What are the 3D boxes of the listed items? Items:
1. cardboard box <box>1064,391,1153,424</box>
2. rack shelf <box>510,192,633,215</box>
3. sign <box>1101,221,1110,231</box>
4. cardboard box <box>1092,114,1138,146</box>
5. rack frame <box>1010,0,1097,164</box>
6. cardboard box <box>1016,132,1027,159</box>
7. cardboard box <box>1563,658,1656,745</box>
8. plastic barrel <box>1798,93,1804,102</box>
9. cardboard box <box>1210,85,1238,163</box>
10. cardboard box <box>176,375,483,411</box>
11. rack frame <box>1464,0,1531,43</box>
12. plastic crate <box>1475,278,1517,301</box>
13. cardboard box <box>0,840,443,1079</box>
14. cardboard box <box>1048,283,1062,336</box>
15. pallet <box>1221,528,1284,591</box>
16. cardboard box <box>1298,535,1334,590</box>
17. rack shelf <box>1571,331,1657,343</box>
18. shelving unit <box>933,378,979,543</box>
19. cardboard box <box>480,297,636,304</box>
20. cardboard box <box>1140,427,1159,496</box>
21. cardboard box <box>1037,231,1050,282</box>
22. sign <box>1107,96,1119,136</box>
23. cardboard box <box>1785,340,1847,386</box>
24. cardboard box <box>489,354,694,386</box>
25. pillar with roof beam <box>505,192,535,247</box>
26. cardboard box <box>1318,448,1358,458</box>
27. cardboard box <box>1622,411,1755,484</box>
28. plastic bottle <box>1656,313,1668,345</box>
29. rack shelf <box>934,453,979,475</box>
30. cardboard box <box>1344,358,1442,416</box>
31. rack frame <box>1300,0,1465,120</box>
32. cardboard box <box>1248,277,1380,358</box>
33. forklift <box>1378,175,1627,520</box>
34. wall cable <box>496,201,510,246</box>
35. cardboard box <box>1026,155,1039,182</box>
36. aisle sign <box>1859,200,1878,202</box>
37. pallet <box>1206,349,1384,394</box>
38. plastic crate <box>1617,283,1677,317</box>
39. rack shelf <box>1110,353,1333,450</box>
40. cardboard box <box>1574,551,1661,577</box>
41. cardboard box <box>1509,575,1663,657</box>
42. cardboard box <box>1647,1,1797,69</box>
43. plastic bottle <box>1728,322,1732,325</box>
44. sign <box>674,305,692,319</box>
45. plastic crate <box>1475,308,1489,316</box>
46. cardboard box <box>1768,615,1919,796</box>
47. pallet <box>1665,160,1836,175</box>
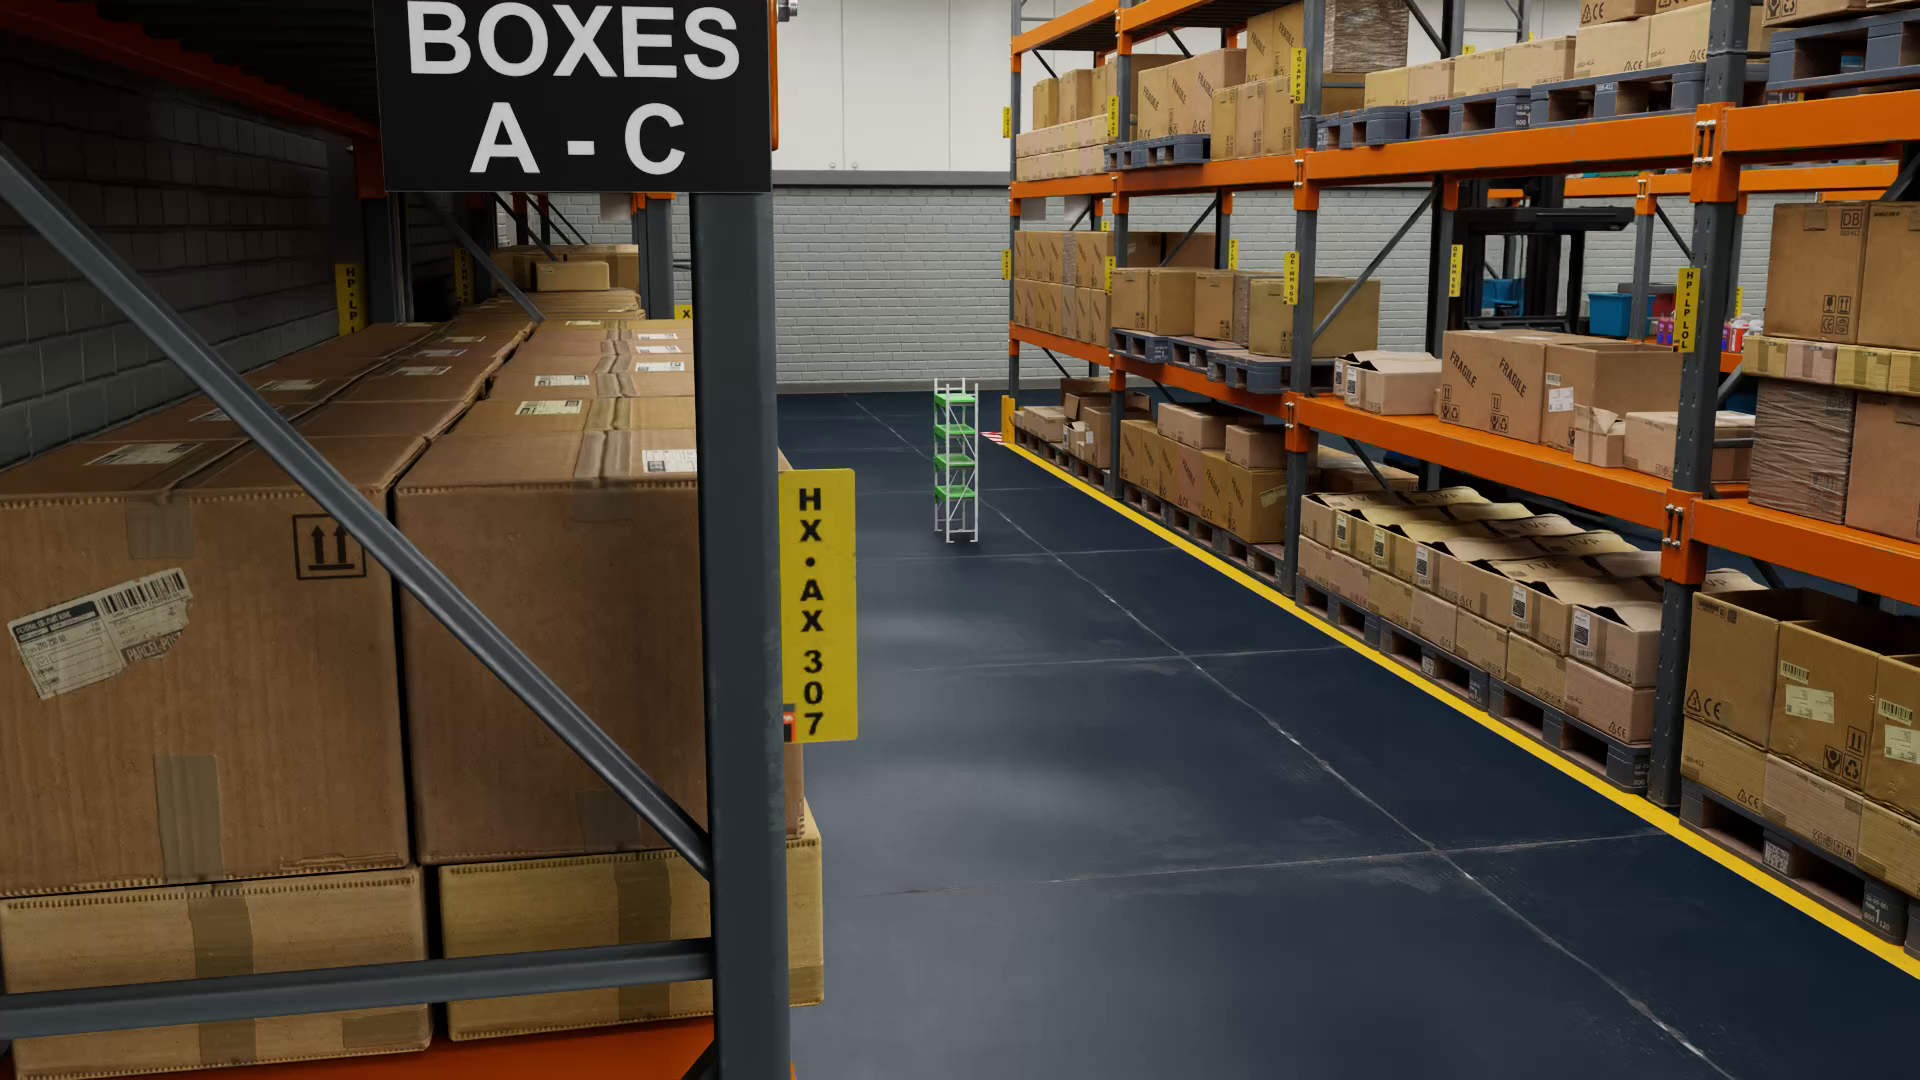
[{"bbox_3d":[1.451,-1.192,16.434,0.797,0.503,0.637,-2,11,-11],"label":"cardboard box"},{"bbox_3d":[-3.426,-3.163,15.196,1.077,0.370,4.000,-2,11,-11],"label":"rack shelf"},{"bbox_3d":[1.592,-3.332,18.236,0.100,0.325,0.005,-2,11,-11],"label":"sign"},{"bbox_3d":[1.460,-3.582,14.536,0.500,0.250,0.500,-2,11,-11],"label":"cardboard box"},{"bbox_3d":[1.043,-5.538,17.726,1.000,3.000,0.127,-2,11,-11],"label":"rack frame"},{"bbox_3d":[0.888,-4.133,17.429,0.500,0.250,0.500,-2,11,-11],"label":"cardboard box"},{"bbox_3d":[3.012,0.689,7.286,0.500,0.250,0.500,-2,11,-12],"label":"cardboard box"},{"bbox_3d":[7.057,-3.649,14.197,0.600,0.588,0.600,0,11,0],"label":"plastic barrel"},{"bbox_3d":[2.281,-2.914,11.695,0.910,0.500,0.500,-2,11,-11],"label":"cardboard box"},{"bbox_3d":[-1.196,-0.046,3.259,0.500,0.500,0.500,-2,11,-13],"label":"cardboard box"},{"bbox_3d":[5.903,-5.718,18.669,1.000,3.000,0.127,-2,11,-11],"label":"rack frame"},{"bbox_3d":[6.151,-2.763,18.934,0.616,0.435,0.499,-2,11,-11],"label":"plastic crate"},{"bbox_3d":[-0.984,0.510,2.345,0.500,0.250,0.500,-2,11,-10],"label":"cardboard box"},{"bbox_3d":[1.167,-2.271,16.337,0.500,0.500,0.500,-2,11,-10],"label":"cardboard box"},{"bbox_3d":[2.491,0.108,11.566,1.003,0.211,1.213,-2,11,-11],"label":"pallet"},{"bbox_3d":[2.413,0.127,10.235,0.500,0.250,0.500,-2,11,-11],"label":"cardboard box"},{"bbox_3d":[6.292,-2.050,17.370,1.077,0.370,4.000,-2,11,-11],"label":"rack shelf"},{"bbox_3d":[-0.032,-0.620,12.744,0.258,1.200,0.503,-2,11,-11],"label":"shelving unit"},{"bbox_3d":[-1.894,-0.895,7.930,0.700,0.500,0.500,-2,11,-11],"label":"cardboard box"},{"bbox_3d":[1.791,-0.651,13.601,0.500,0.500,0.500,-2,11,-10],"label":"cardboard box"},{"bbox_3d":[1.072,-2.853,16.721,0.500,0.500,0.500,-2,11,-10],"label":"cardboard box"},{"bbox_3d":[1.290,-3.564,13.993,0.100,0.325,0.005,-2,11,-11],"label":"sign"},{"bbox_3d":[3.288,-0.656,6.116,0.380,0.149,0.250,-2,11,-10],"label":"cardboard box"},{"bbox_3d":[-0.794,-0.159,3.851,0.500,0.500,0.500,-2,11,-9],"label":"cardboard box"},{"bbox_3d":[-0.966,-5.978,20.035,9.100,9.000,0.400,-2,11,-11],"label":"pillar with roof beam"},{"bbox_3d":[2.591,-0.394,12.252,0.500,0.500,0.500,-2,11,-12],"label":"cardboard box"},{"bbox_3d":[3.239,-0.405,7.204,0.500,0.250,0.500,-1,11,-7],"label":"cardboard box"},{"bbox_3d":[6.334,-1.897,14.951,0.061,0.283,0.133,-2,11,-11],"label":"plastic bottle"},{"bbox_3d":[-0.032,-0.557,12.756,0.258,0.148,0.480,-2,11,-11],"label":"rack shelf"},{"bbox_3d":[2.583,-0.909,9.688,0.500,0.311,0.500,-2,11,-12],"label":"cardboard box"},{"bbox_3d":[2.599,-4.071,10.017,1.000,3.000,0.127,-2,11,-11],"label":"rack frame"},{"bbox_3d":[2.366,-1.491,11.115,0.700,0.500,0.500,-6,12,-30],"label":"cardboard box"},{"bbox_3d":[4.641,-1.664,13.601,1.130,2.935,3.031,-3,11,-14],"label":"forklift"},{"bbox_3d":[-4.992,-3.110,18.295,0.084,1.984,1.851,-2,11,-11],"label":"wall cable"},{"bbox_3d":[0.978,-3.795,16.993,0.500,0.250,0.500,-2,11,-11],"label":"cardboard box"},{"bbox_3d":[11.041,-4.252,20.060,0.394,0.787,0.004,-2,11,-11],"label":"aisle sign"},{"bbox_3d":[2.398,-1.151,11.236,1.213,0.211,1.003,-2,11,-11],"label":"pallet"},{"bbox_3d":[6.753,-2.271,16.272,0.402,0.464,0.583,-2,11,-11],"label":"plastic crate"},{"bbox_3d":[2.210,-1.137,12.573,1.077,0.370,4.000,-2,11,-11],"label":"rack shelf"},{"bbox_3d":[3.347,0.207,8.317,0.500,0.311,0.500,-2,11,-13],"label":"cardboard box"},{"bbox_3d":[2.910,0.320,7.725,0.500,0.311,0.500,-2,11,-9],"label":"cardboard box"},{"bbox_3d":[3.267,-2.110,7.014,0.500,0.250,0.500,-1,11,-5],"label":"cardboard box"},{"bbox_3d":[6.956,-1.871,15.034,0.097,0.201,0.097,0,11,0],"label":"plastic bottle"},{"bbox_3d":[-0.950,-0.656,5.804,0.100,0.325,0.005,-2,11,-11],"label":"sign"},{"bbox_3d":[5.741,-2.427,17.969,0.250,0.136,0.298,-2,11,-11],"label":"plastic crate"},{"bbox_3d":[3.265,0.574,5.884,0.500,0.500,0.500,-2,11,-11],"label":"cardboard box"},{"bbox_3d":[6.929,-3.277,14.376,1.213,0.211,1.003,-2,11,-11],"label":"pallet"}]
